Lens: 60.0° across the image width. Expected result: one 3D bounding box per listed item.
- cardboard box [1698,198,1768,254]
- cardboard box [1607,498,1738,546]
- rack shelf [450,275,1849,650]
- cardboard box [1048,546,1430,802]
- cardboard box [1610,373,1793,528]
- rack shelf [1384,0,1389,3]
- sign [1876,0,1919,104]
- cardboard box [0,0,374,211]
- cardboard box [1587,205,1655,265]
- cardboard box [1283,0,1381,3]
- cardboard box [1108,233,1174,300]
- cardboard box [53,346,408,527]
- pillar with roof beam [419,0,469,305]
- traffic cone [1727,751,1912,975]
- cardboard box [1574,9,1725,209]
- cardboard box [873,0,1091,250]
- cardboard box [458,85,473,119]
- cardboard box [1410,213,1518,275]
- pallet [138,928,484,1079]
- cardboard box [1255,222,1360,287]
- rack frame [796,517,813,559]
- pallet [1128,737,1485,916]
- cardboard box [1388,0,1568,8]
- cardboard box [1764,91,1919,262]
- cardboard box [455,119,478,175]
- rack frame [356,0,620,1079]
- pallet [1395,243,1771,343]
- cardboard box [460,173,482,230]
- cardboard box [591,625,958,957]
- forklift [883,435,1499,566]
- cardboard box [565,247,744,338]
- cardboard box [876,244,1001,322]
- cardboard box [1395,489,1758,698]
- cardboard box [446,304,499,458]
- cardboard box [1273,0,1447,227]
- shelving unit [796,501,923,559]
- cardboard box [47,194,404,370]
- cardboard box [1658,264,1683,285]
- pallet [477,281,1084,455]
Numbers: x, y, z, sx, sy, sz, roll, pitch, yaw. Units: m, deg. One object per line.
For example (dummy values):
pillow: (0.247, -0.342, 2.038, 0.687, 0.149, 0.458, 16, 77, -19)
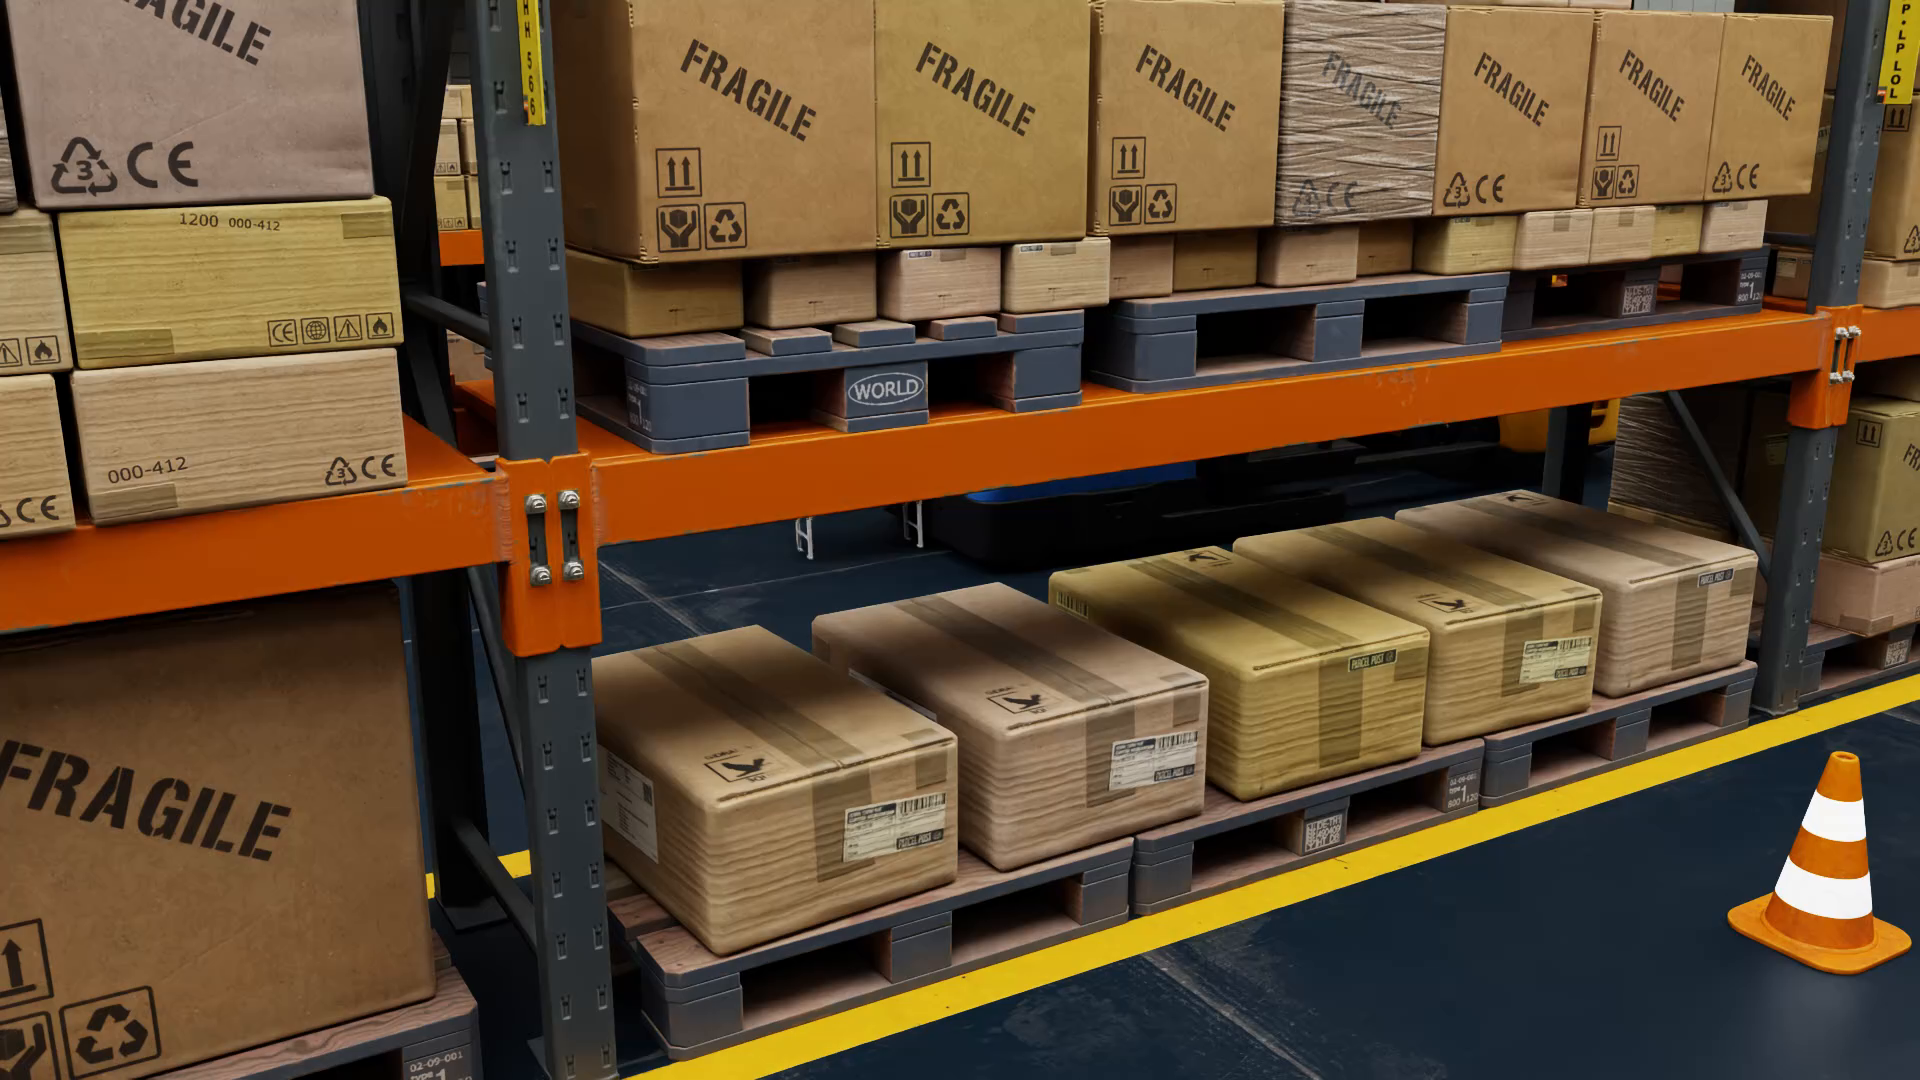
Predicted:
cardboard box: (2.117, -0.937, 4.882, 0.250, 0.149, 0.380, -9, 18, -29)
cardboard box: (2.784, -0.014, 6.217, 0.500, 0.250, 0.500, -8, 18, -27)
rack shelf: (0.702, -0.367, 4.493, 4.000, 0.370, 1.077, -9, 18, -30)
cardboard box: (0.758, 0.343, 4.718, 0.625, 0.372, 0.950, -9, 18, -28)
cardboard box: (2.785, -0.375, 6.116, 0.500, 0.500, 0.500, -9, 18, -30)
rack shelf: (1.571, -3.515, 10.167, 4.000, 0.370, 1.077, -9, 18, -30)
sign: (2.705, -1.421, 4.775, 0.005, 0.325, 0.100, -9, 18, -30)
cardboard box: (-1.321, -0.832, 2.784, 0.500, 0.500, 0.500, -10, 18, -31)
cardboard box: (1.679, -0.860, 4.609, 0.250, 0.149, 0.380, -10, 18, -31)
cardboard box: (0.952, -1.539, 4.625, 0.250, 0.149, 0.380, -8, 18, -27)
cardboard box: (0.292, -0.662, 3.903, 0.250, 0.149, 0.380, -8, 18, -26)
cardboard box: (-1.313, -0.232, 2.960, 0.500, 0.250, 0.500, -10, 18, -32)
pillar with roof beam: (-0.702, -3.865, 4.527, 0.400, 9.000, 9.100, -9, 18, -30)
traffic cone: (2.074, 0.727, 3.960, 0.334, 0.463, 0.336, -9, 18, -30)
cardboard box: (1.714, -1.198, 4.612, 0.500, 0.500, 0.500, -9, 18, -29)
cardboard box: (-0.065, -0.912, 3.590, 0.500, 0.500, 0.500, -8, 18, -27)
cardboard box: (-2.295, -2.080, 7.885, 0.250, 0.149, 0.380, -9, 18, -29)
cardboard box: (1.235, -0.798, 4.388, 0.250, 0.149, 0.380, -9, 18, -30)
pallet: (-1.727, 1.000, 3.452, 1.213, 0.211, 1.003, -9, 18, -30)
cardboard box: (0.772, -0.732, 4.151, 0.250, 0.149, 0.380, -9, 18, -28)
rack frame: (-0.689, -0.527, 7.030, 0.015, 1.200, 0.240, -6, 12, -18)
pallet: (0.702, 0.631, 4.768, 1.213, 0.211, 1.003, -9, 18, -30)
cardboard box: (1.329, -1.438, 4.267, 0.250, 0.149, 0.380, -10, 19, -32)
cardboard box: (2.937, -1.179, 5.322, 0.500, 0.500, 0.500, -9, 18, -30)
cardboard box: (-2.178, -1.895, 7.963, 0.500, 0.250, 0.500, -10, 18, -31)
rack frame: (-1.013, -0.435, 3.404, 0.127, 3.000, 1.000, -9, 18, -30)
pallet: (1.686, -0.826, 5.155, 1.213, 0.211, 1.003, -9, 18, -30)
cardboard box: (-2.195, -1.658, 8.045, 0.500, 0.250, 0.500, -10, 18, -31)
cardboard box: (-0.523, 0.552, 3.974, 0.625, 0.372, 0.950, -11, 19, -33)
forklift: (1.192, -1.564, 7.558, 3.031, 2.935, 1.130, -8, 18, -26)
cardboard box: (-0.639, -0.518, 3.389, 0.250, 0.149, 0.380, -10, 19, -33)
cardboard box: (-0.121, -0.577, 3.599, 0.250, 0.149, 0.380, -11, 19, -33)
cardboard box: (1.968, 0.146, 5.424, 0.625, 0.372, 0.950, -9, 18, -29)
cardboard box: (-2.475, -0.818, 8.392, 0.625, 0.625, 0.875, -9, 18, -28)
cardboard box: (0.820, -1.055, 4.101, 0.500, 0.500, 0.500, -10, 19, -32)
shelving unit: (-0.457, -0.551, 7.104, 0.503, 1.200, 0.258, -6, 12, -18)
cardboard box: (-1.297, -0.477, 2.907, 0.500, 0.250, 0.500, -9, 18, -30)
cardboard box: (2.534, -0.985, 5.833, 0.250, 0.149, 0.380, -9, 18, -30)
pallet: (-0.457, -0.466, 3.872, 1.003, 0.211, 1.213, -9, 18, -30)
